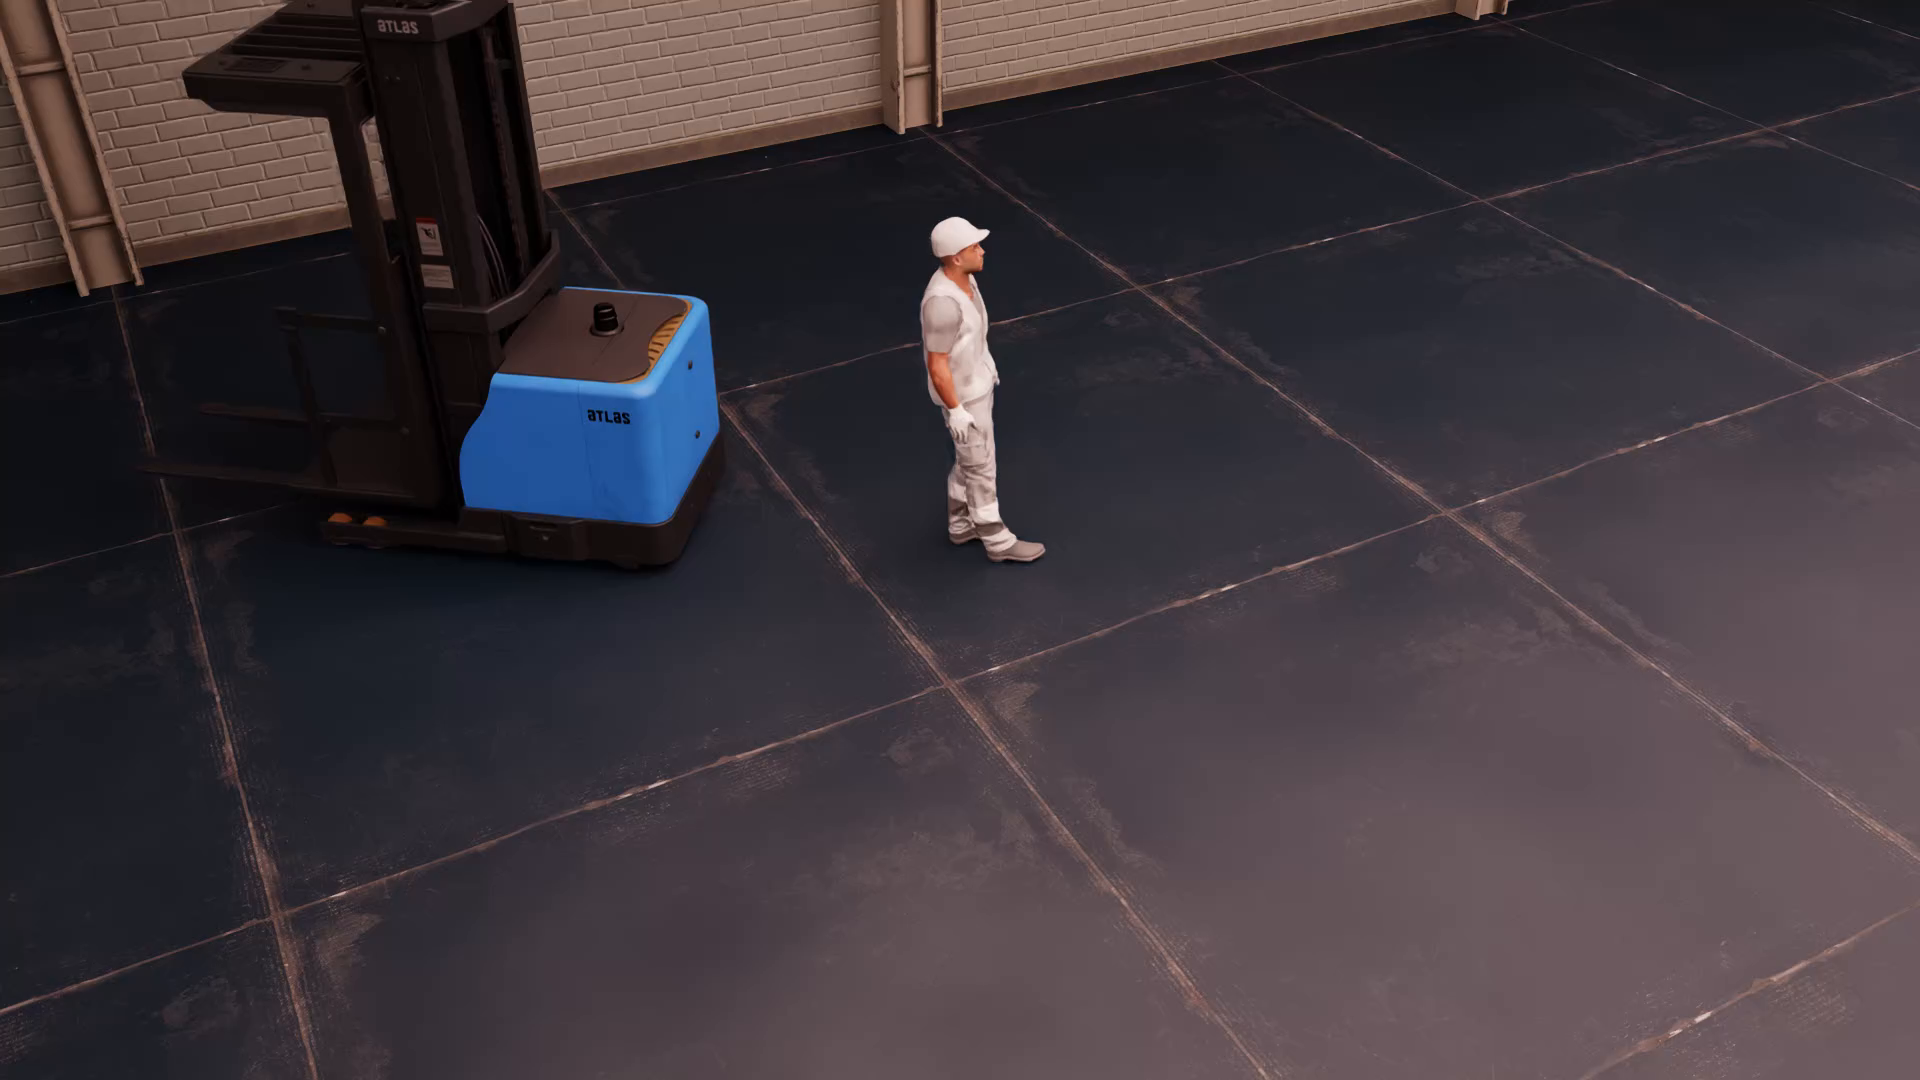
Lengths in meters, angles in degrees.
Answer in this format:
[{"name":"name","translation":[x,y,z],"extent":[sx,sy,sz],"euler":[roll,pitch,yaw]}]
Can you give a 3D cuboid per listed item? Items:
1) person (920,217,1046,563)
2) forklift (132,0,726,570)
[{"name":"person","translation":[0.139,-0.720,8.136],"extent":[0.637,1.785,0.639],"euler":[6,36,9]},{"name":"forklift","translation":[-2.848,-1.444,8.166],"extent":[3.031,2.935,1.130],"euler":[5,36,8]}]
